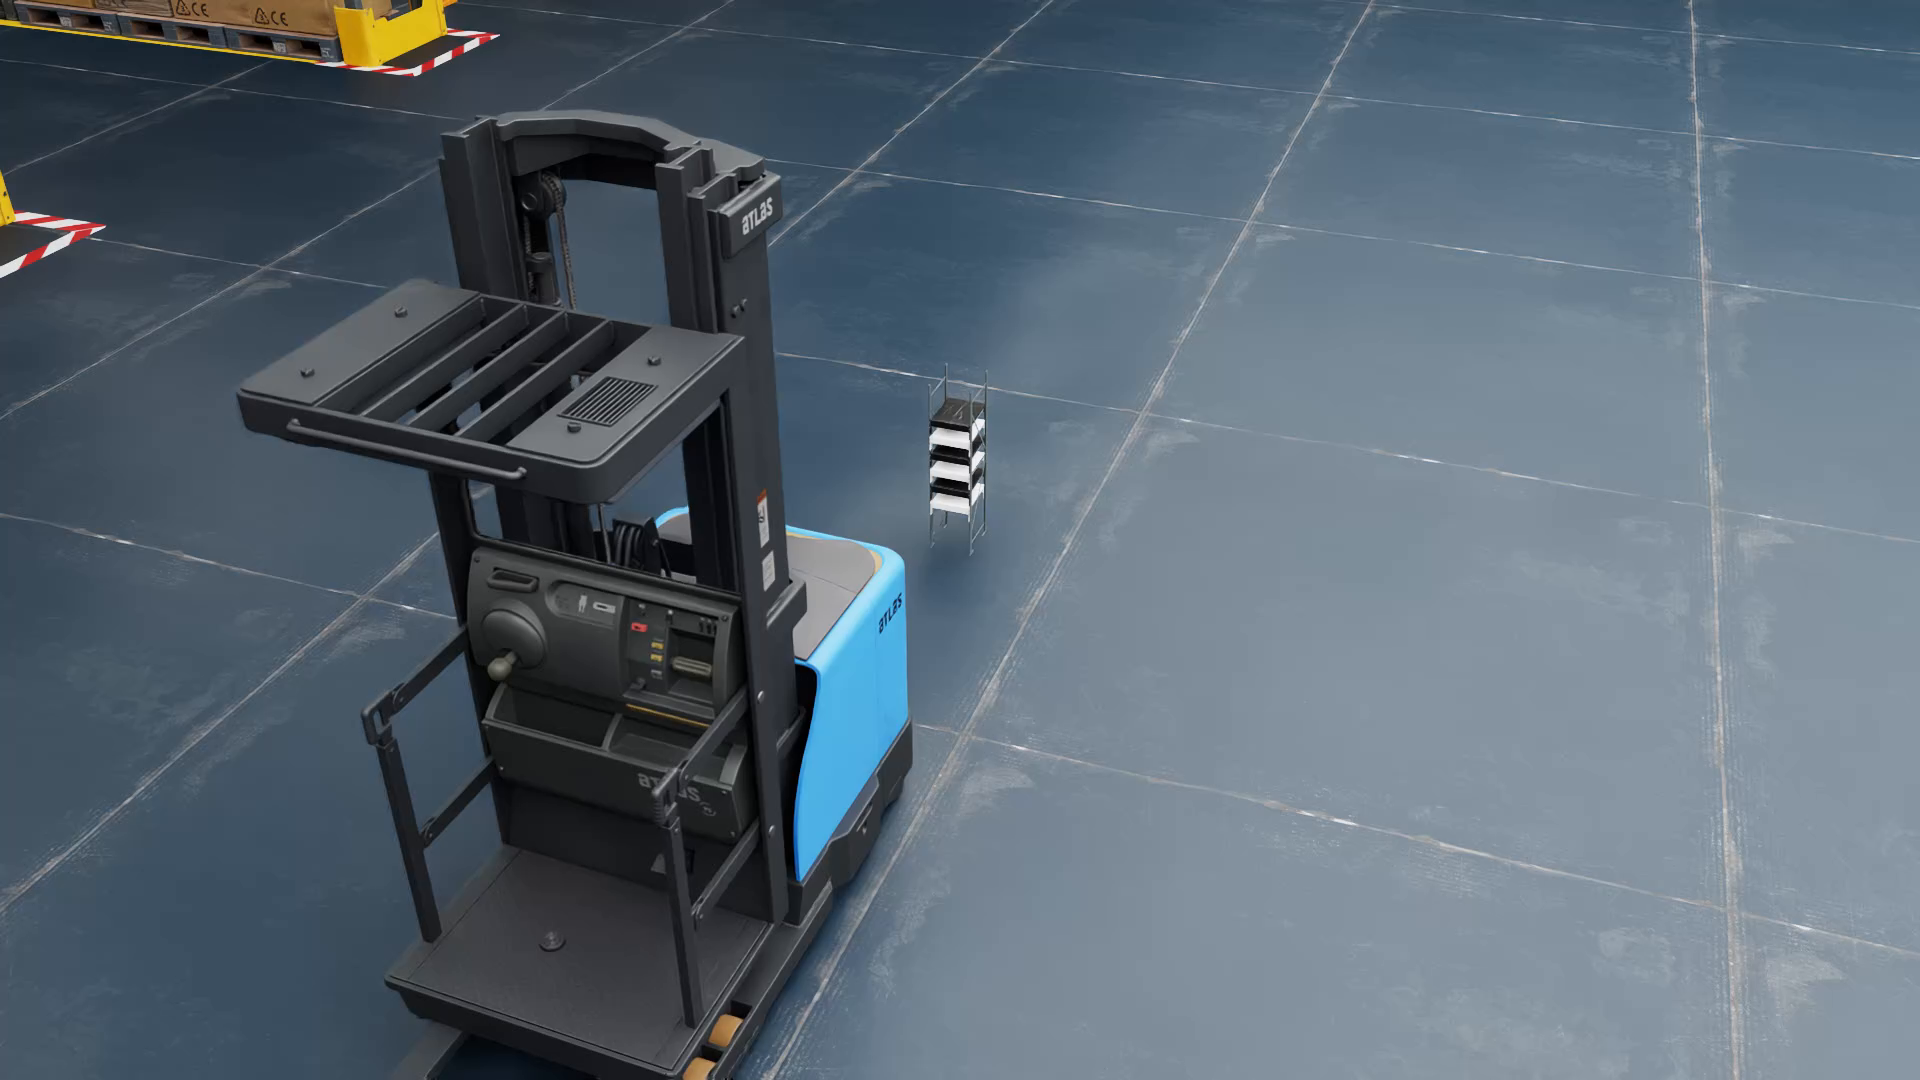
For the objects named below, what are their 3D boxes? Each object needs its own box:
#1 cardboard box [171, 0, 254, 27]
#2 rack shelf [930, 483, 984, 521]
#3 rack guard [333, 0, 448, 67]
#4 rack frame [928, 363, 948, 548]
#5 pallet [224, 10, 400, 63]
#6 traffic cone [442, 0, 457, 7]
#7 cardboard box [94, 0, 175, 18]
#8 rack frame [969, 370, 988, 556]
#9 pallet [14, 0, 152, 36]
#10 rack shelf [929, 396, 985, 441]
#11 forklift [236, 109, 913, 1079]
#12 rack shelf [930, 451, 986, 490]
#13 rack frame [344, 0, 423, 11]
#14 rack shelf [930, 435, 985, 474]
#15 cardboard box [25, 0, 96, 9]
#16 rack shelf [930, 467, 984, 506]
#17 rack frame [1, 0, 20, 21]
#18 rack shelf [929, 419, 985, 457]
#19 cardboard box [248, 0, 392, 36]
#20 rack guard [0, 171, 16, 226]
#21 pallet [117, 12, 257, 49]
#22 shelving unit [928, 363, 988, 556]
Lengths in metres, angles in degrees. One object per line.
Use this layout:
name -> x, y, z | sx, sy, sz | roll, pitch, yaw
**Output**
cardboard box -> -6.666, -5.306, 15.275 | 0.875, 0.875, 0.875 | 10, 34, 16
rack shelf -> -0.008, -0.200, 8.124 | 0.200, 0.077, 0.258 | 11, 34, 16
rack guard -> -5.153, -4.718, 15.096 | 0.348, 0.500, 1.175 | 11, 34, 16
rack frame -> -0.103, -0.398, 8.037 | 0.006, 0.900, 0.240 | 11, 34, 16
pallet -> -5.955, -4.707, 15.346 | 1.213, 0.211, 1.003 | 11, 34, 16
traffic cone -> -5.197, -5.529, 16.387 | 0.334, 0.463, 0.336 | 11, 34, 16
cardboard box -> -7.523, -5.474, 15.535 | 0.875, 0.875, 0.875 | 11, 35, 17
rack frame -> 0.088, -0.361, 7.979 | 0.006, 0.900, 0.240 | 11, 34, 16
pallet -> -8.252, -5.154, 16.038 | 1.213, 0.211, 1.003 | 11, 34, 16
rack shelf -> -0.008, -0.578, 7.880 | 0.200, 0.077, 0.258 | 11, 34, 16
forklift -> -1.200, 0.357, 4.996 | 1.130, 2.935, 3.031 | 12, 35, 18
rack shelf -> -0.008, -0.352, 8.026 | 0.200, 0.077, 0.258 | 11, 34, 16
rack frame -> -5.176, -5.772, 14.425 | 0.127, 3.000, 1.000 | 11, 34, 16
rack shelf -> -0.008, -0.427, 7.977 | 0.200, 0.077, 0.258 | 11, 34, 16
cardboard box -> -8.373, -5.637, 15.787 | 0.875, 0.875, 0.875 | 12, 35, 17
rack shelf -> -0.008, -0.276, 8.075 | 0.200, 0.077, 0.258 | 11, 34, 16
rack frame -> -8.941, -6.504, 15.559 | 0.127, 3.000, 1.000 | 11, 34, 16
rack shelf -> -0.008, -0.503, 7.929 | 0.200, 0.077, 0.258 | 11, 34, 16
cardboard box -> -5.837, -5.146, 15.027 | 0.875, 0.875, 0.875 | 11, 35, 17
rack guard -> -7.016, -2.222, 11.230 | 0.348, 0.500, 1.175 | 11, 34, 16
pallet -> -7.100, -4.931, 15.693 | 1.213, 0.211, 1.003 | 11, 34, 16
shelving unit -> -0.008, -0.380, 8.008 | 0.210, 0.900, 0.258 | 11, 34, 16
